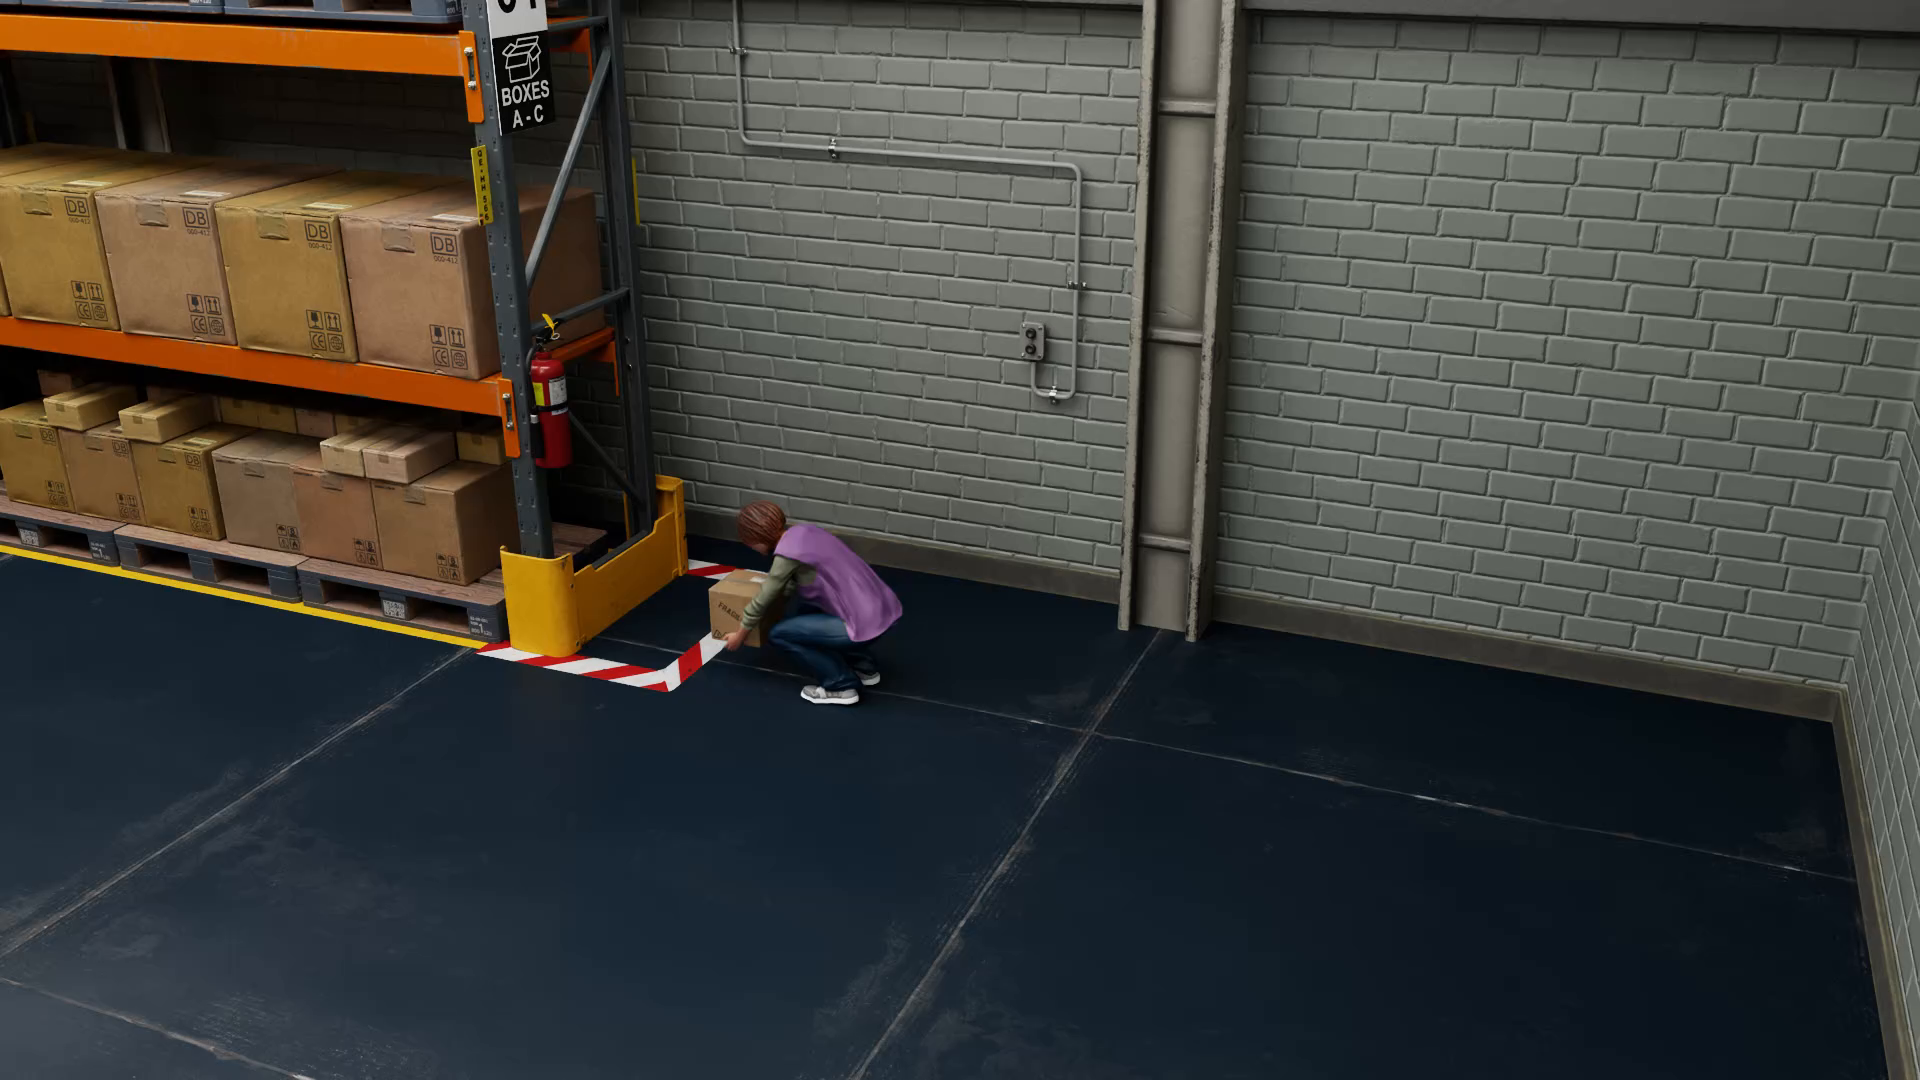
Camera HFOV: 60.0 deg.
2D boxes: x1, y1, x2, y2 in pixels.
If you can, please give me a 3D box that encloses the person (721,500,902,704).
[{"bbox_3d":[-0.658,0.305,7.434,0.814,0.789,0.450,9,24,20],"label":"person"}]
